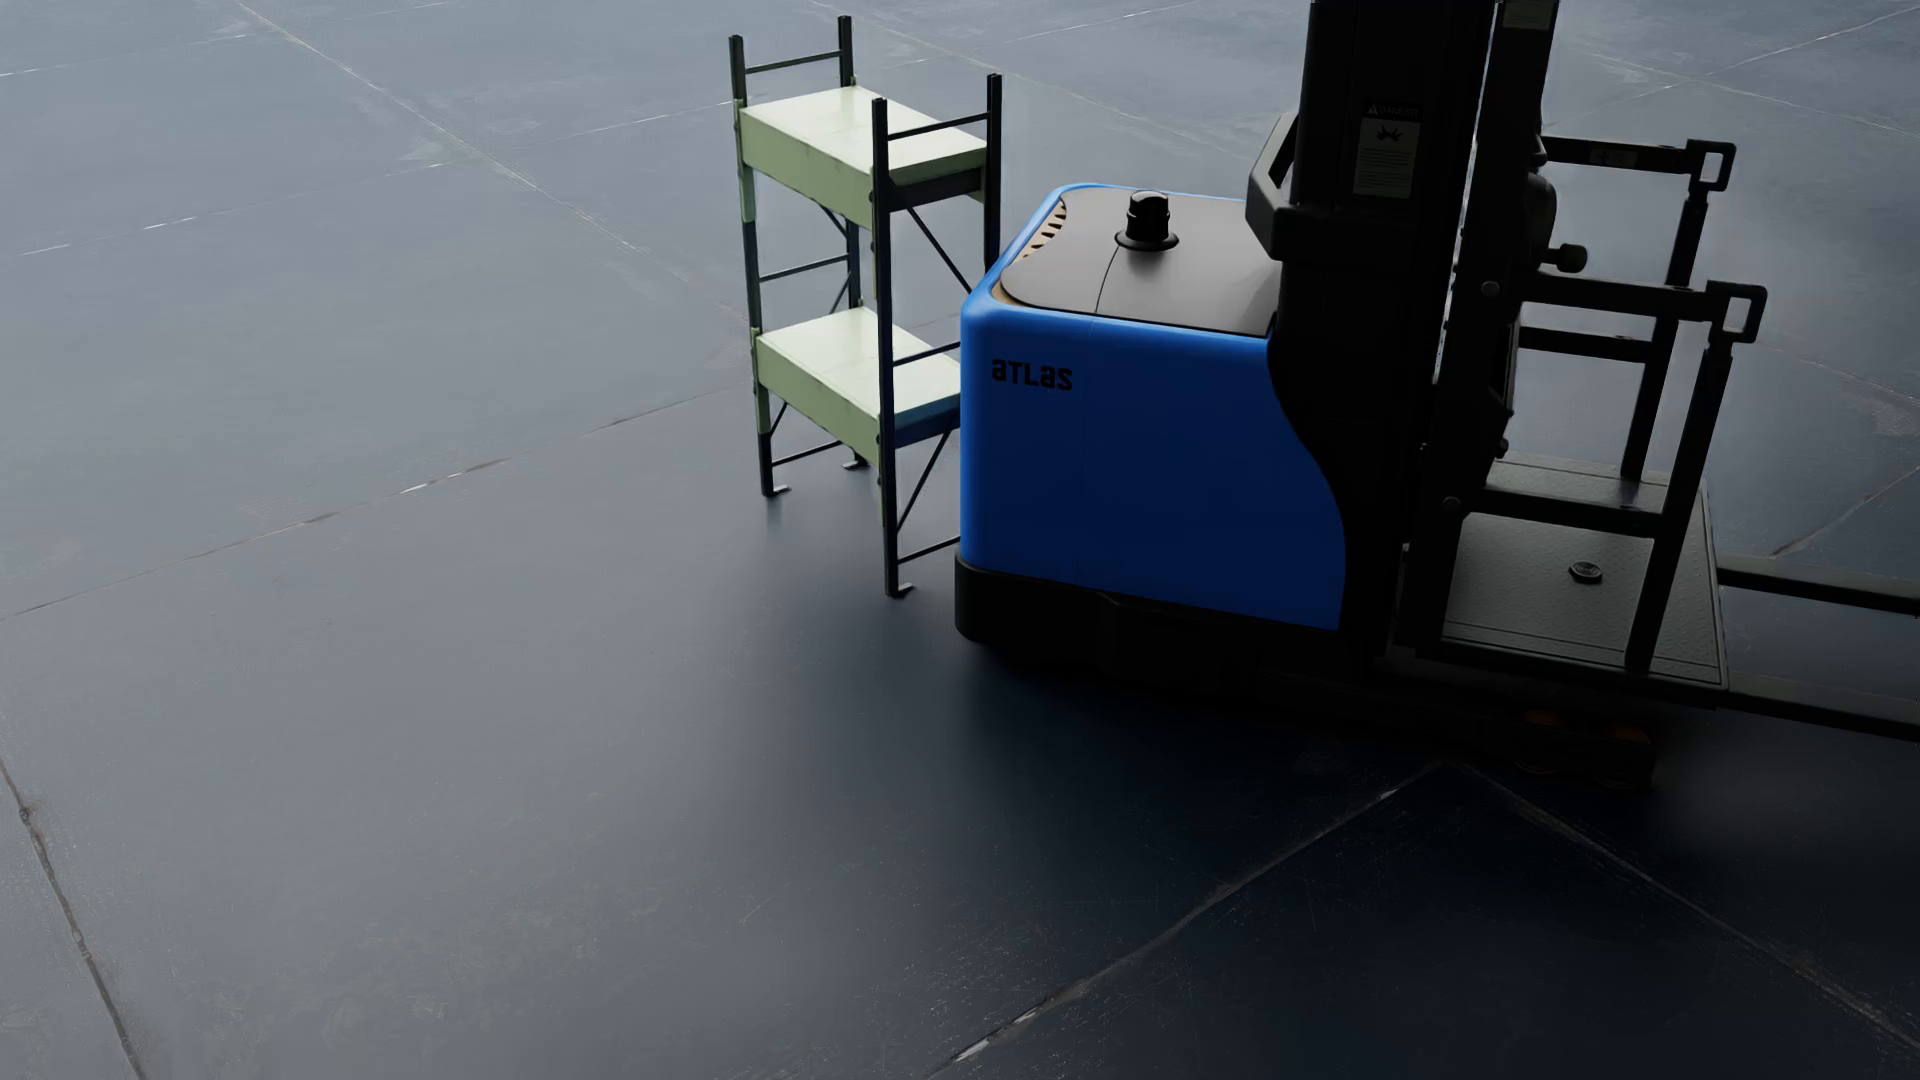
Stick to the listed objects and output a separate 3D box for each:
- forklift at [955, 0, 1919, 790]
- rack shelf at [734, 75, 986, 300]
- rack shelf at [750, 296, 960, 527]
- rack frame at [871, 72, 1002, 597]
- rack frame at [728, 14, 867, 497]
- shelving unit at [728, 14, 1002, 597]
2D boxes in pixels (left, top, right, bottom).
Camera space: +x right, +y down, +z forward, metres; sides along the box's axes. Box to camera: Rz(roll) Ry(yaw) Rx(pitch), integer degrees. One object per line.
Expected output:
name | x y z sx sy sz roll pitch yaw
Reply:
forklift | 1.561 -0.927 3.964 3.031 2.935 1.130 10 33 15
rack shelf | -0.272 -1.021 4.732 0.431 0.370 0.720 -21 38 -30
rack shelf | -0.272 -0.412 5.110 0.431 0.370 0.720 -21 38 -30
rack frame | -0.057 -0.533 4.687 0.400 1.500 0.023 -21 38 -30
rack frame | -0.487 -0.845 5.189 0.400 1.500 0.023 -21 38 -30
shelving unit | -0.272 -0.689 4.938 0.431 1.500 0.755 -21 38 -30
